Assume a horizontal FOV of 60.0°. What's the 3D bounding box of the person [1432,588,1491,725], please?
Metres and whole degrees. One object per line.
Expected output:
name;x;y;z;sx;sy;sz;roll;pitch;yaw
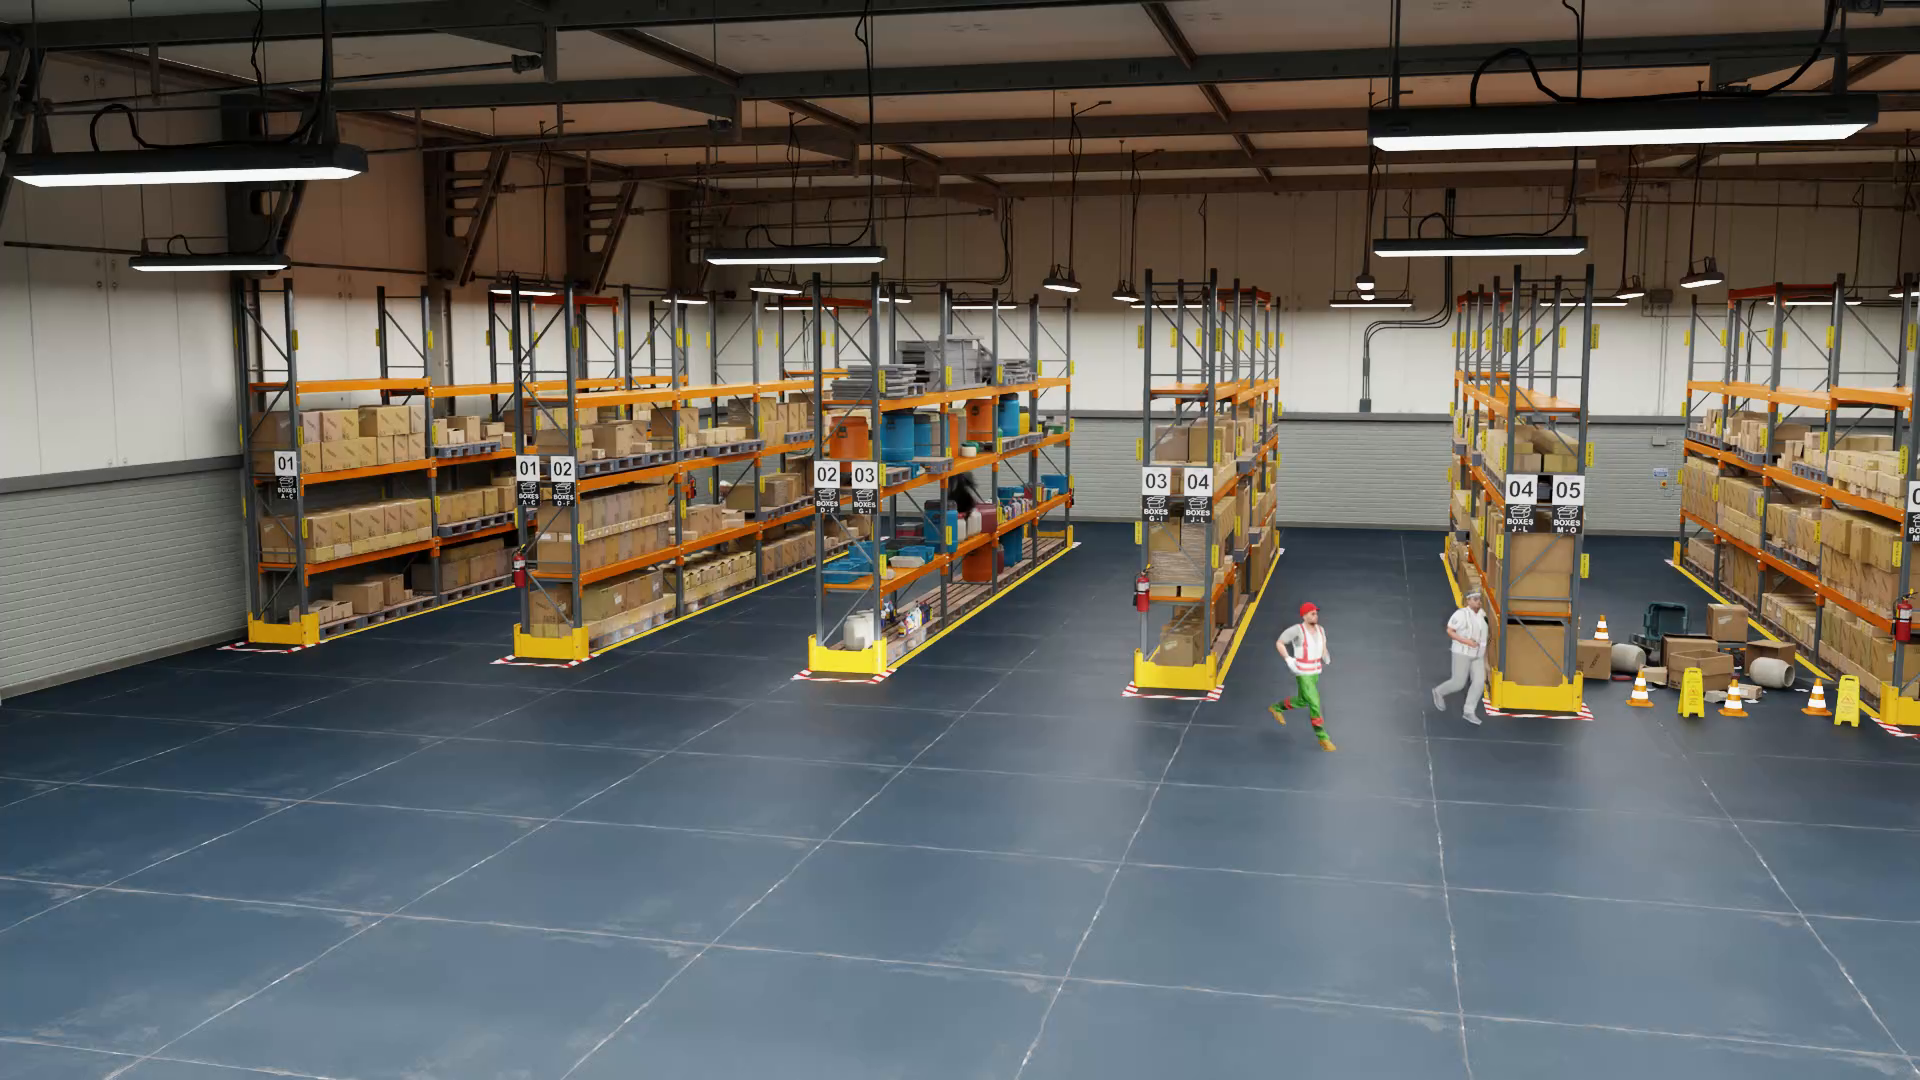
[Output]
person;6.726;1.502;22.065;0.673;1.779;0.826;-3;7;-22

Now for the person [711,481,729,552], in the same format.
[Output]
person;-5.483;-0.495;38.594;0.681;1.787;0.827;1;7;8

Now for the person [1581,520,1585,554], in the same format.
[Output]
person;13.364;-0.115;36.275;0.513;1.590;0.992;0;7;2

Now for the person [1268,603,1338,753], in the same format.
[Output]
person;4.292;1.662;20.670;0.626;1.799;1.150;-6;9;-40
